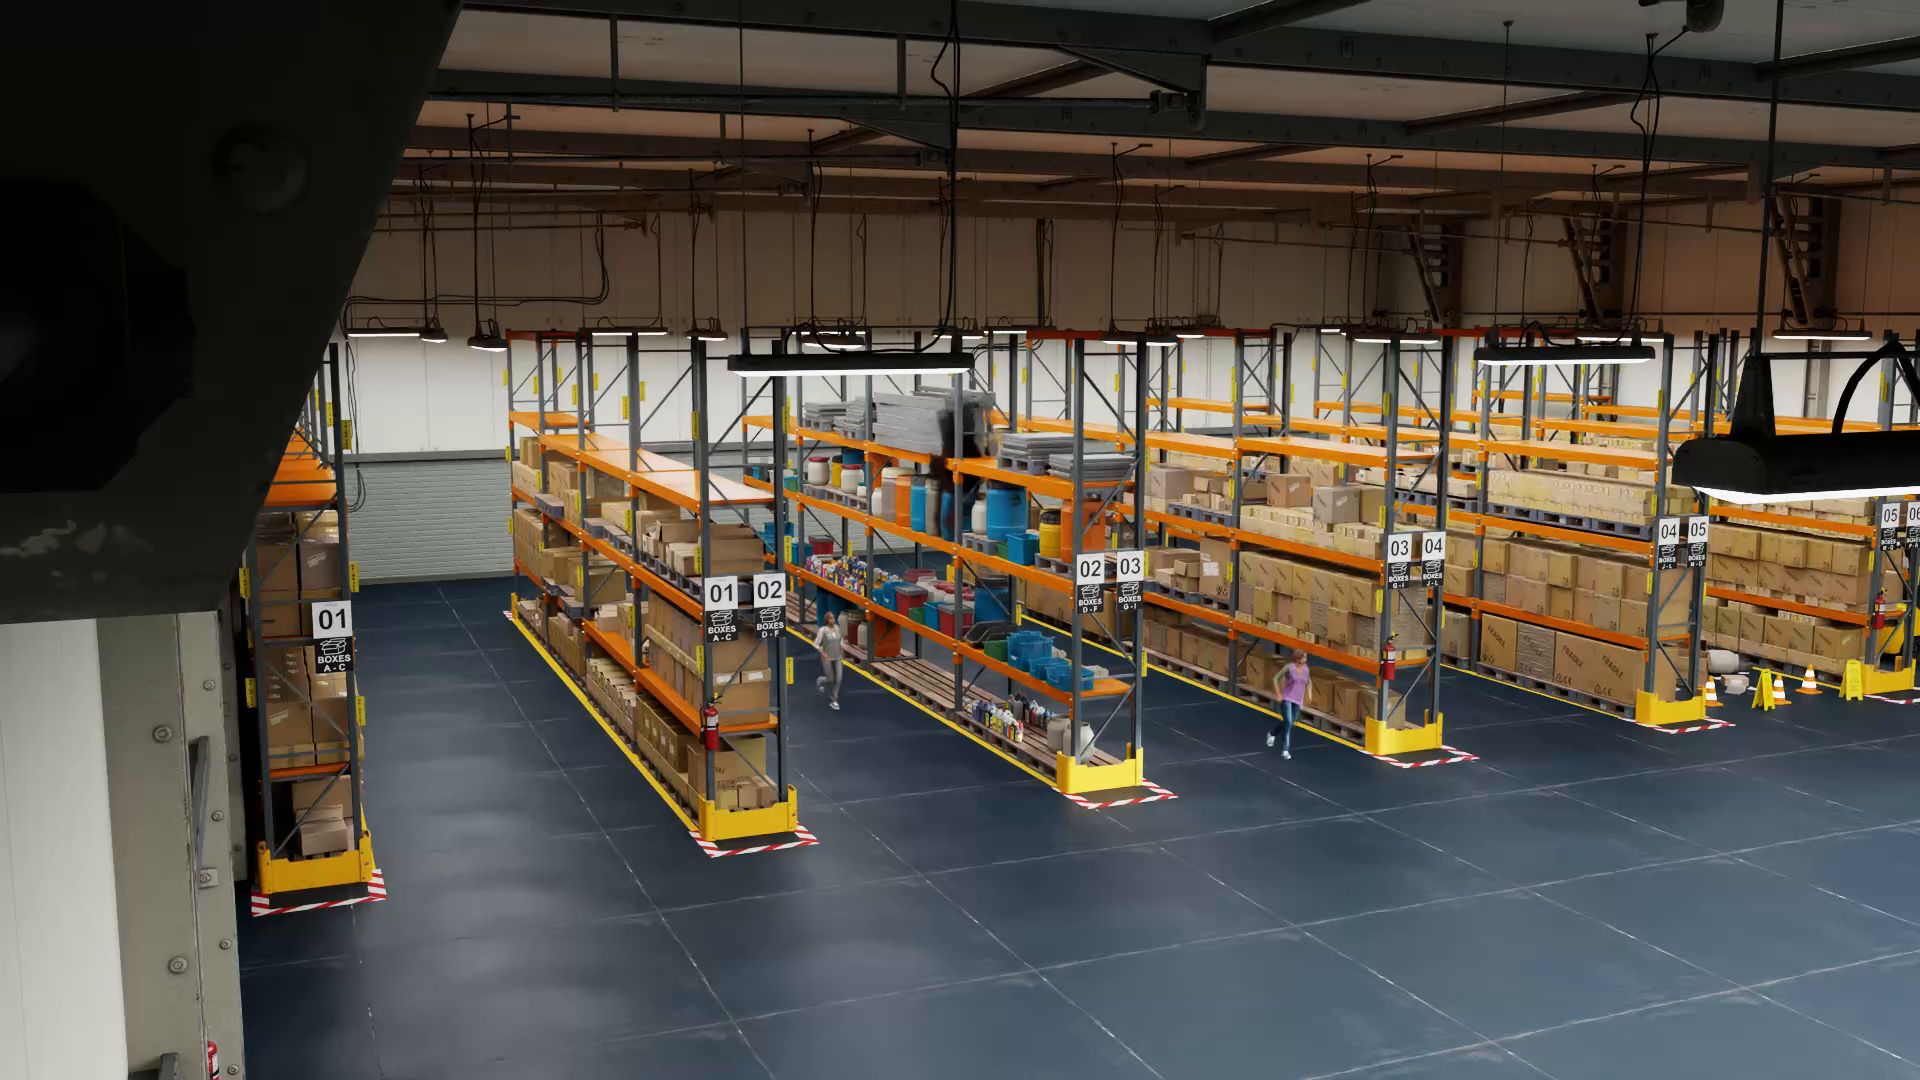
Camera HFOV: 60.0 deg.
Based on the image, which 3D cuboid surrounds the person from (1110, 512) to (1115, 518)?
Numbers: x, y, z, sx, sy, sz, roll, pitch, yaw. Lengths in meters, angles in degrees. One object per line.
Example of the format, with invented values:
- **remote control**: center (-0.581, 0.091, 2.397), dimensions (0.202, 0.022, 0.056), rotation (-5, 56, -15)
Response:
- **person**: center (3.584, 0.162, 39.410), dimensions (0.575, 1.672, 0.686), rotation (-2, 8, -15)

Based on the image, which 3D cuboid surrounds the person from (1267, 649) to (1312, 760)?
- **person**: center (4.786, 2.321, 23.998), dimensions (0.572, 1.546, 0.773), rotation (-3, 8, -20)

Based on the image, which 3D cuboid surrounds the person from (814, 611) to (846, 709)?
- **person**: center (-2.101, 1.924, 26.861), dimensions (0.547, 1.568, 0.632), rotation (-5, 9, -30)
